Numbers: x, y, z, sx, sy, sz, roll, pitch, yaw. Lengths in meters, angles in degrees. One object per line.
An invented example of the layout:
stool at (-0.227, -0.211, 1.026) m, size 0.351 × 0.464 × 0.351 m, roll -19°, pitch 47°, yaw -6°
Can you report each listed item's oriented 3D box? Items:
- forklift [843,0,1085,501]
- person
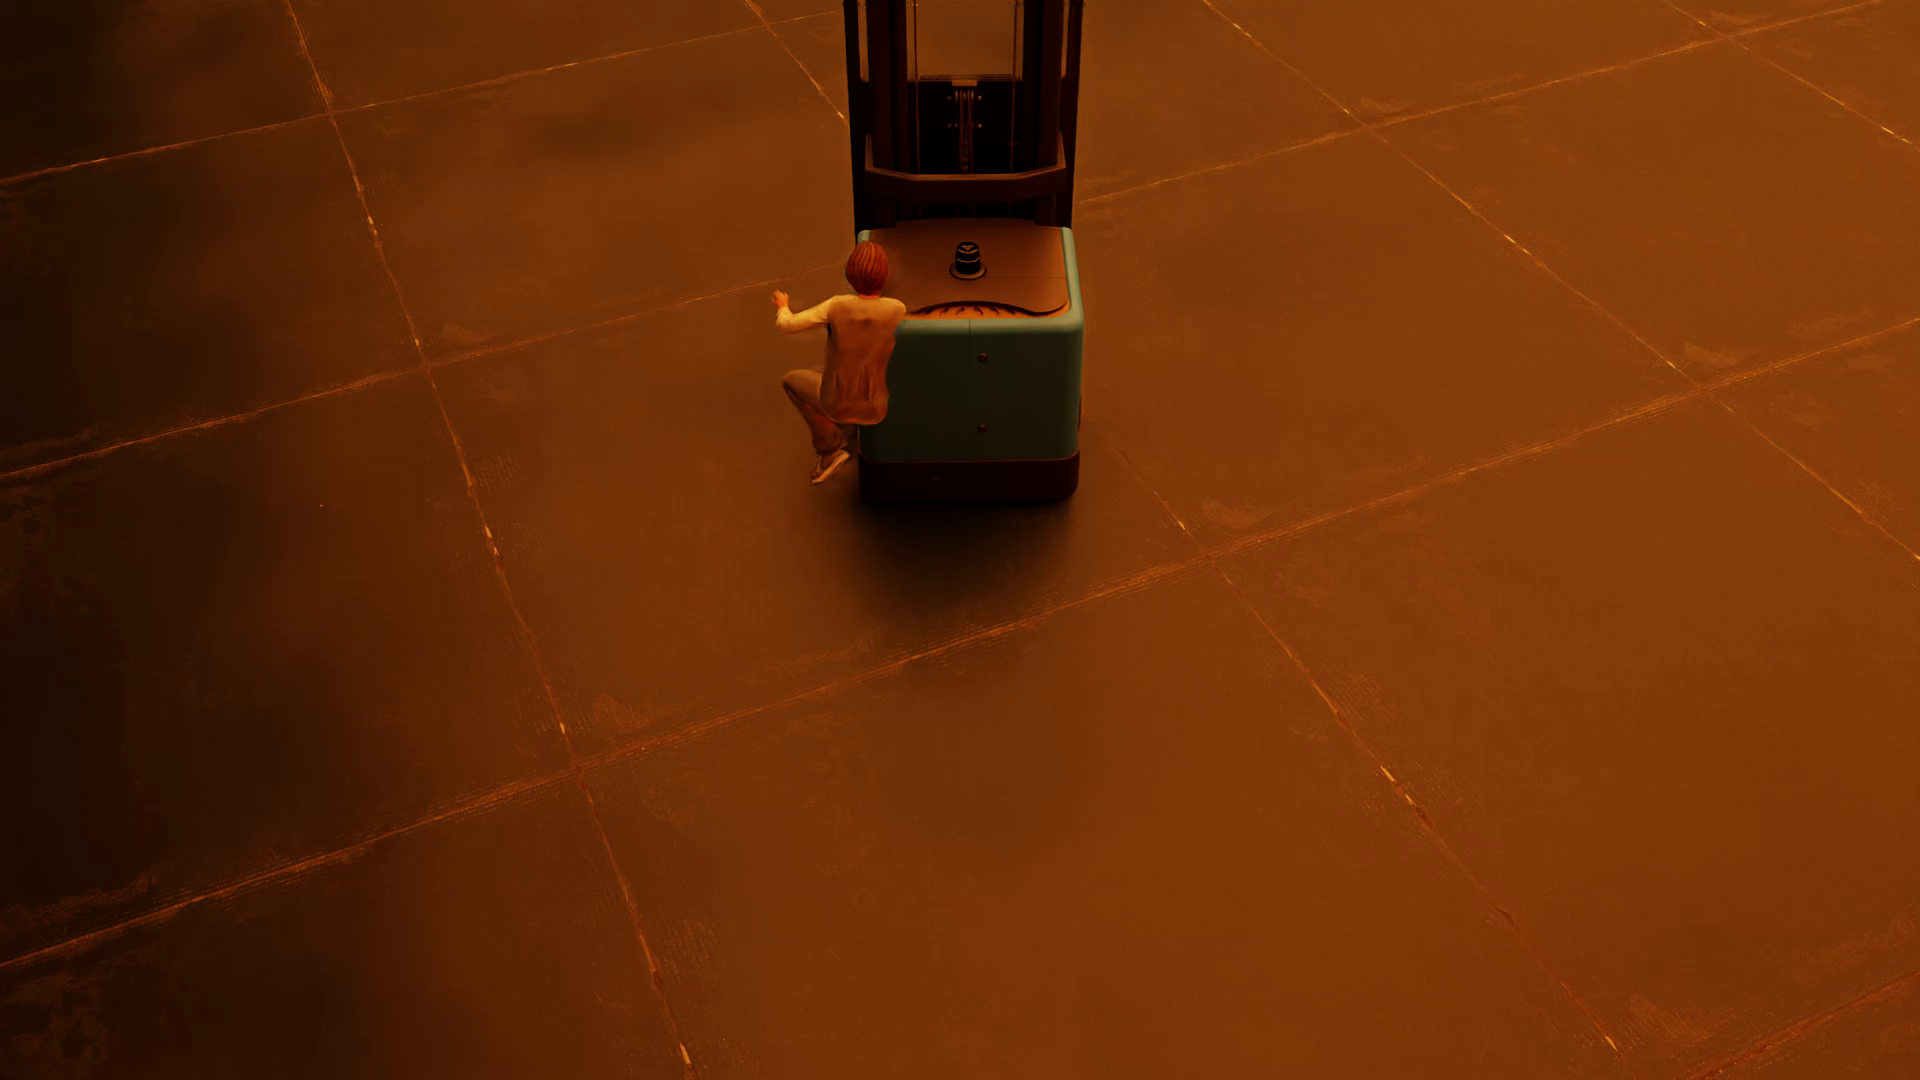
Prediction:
forklift at (0.008, -2.243, 8.084) m, size 1.130 × 2.935 × 3.031 m, roll -1°, pitch 43°, yaw -1°
person at (-0.438, -0.829, 7.710) m, size 0.846 × 1.347 × 0.689 m, roll -3°, pitch 43°, yaw -3°
